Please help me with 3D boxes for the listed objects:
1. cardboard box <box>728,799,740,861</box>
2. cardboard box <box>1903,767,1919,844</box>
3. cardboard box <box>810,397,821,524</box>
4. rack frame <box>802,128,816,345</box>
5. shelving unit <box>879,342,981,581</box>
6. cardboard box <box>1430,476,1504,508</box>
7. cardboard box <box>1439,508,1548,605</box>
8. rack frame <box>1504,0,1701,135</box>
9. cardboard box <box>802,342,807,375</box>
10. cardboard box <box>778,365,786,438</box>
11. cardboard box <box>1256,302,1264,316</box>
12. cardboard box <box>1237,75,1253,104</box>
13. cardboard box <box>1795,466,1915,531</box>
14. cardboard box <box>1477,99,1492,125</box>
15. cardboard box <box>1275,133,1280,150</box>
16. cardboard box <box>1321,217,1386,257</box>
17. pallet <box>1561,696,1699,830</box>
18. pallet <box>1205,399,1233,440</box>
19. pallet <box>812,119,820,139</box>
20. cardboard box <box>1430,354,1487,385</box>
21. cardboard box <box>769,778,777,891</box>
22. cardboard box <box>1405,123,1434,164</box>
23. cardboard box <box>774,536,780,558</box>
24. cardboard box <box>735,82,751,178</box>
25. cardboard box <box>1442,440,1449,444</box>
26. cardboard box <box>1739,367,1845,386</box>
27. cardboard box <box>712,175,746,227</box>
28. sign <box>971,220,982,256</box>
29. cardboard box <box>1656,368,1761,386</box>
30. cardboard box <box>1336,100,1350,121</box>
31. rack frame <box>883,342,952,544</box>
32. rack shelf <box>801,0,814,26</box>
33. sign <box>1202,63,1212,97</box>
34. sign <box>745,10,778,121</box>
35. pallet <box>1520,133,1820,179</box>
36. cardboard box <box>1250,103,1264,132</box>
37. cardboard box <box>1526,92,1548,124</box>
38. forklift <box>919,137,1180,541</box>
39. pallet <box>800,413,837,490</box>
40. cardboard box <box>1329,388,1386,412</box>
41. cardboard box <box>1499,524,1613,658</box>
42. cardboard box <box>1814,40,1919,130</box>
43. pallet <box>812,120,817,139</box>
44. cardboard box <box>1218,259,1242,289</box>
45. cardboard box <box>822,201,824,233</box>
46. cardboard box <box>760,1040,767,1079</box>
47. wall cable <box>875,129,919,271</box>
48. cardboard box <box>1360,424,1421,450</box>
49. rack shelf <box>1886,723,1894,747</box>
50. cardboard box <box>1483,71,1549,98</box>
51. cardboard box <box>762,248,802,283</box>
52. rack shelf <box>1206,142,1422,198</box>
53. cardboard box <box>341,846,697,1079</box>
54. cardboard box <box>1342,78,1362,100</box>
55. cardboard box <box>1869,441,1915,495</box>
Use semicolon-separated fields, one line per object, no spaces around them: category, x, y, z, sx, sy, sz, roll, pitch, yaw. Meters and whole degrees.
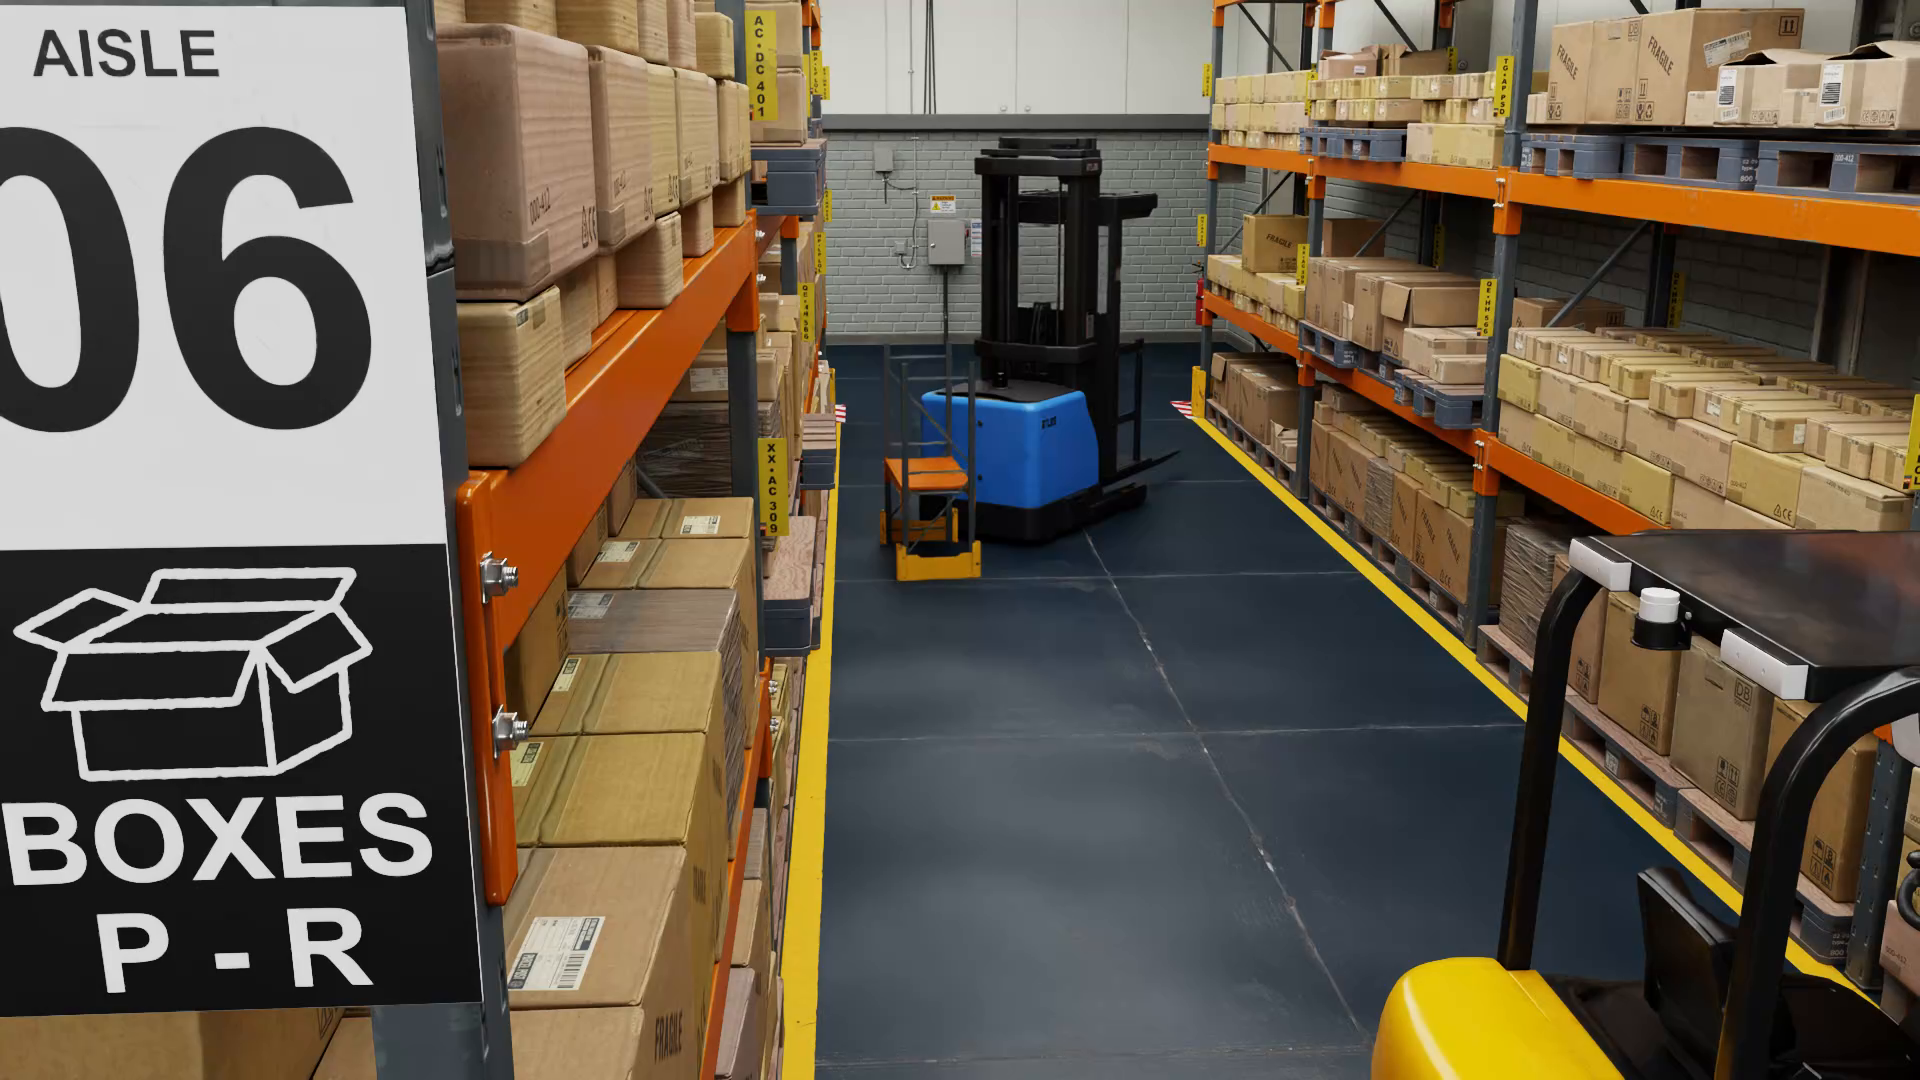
cardboard box;-0.763;0.708;4.260;0.380;0.149;0.250;-1;14;-4
cardboard box;3.517;0.950;5.483;0.500;0.250;0.500;-1;14;-4
cardboard box;-1.467;-0.528;11.981;0.875;0.875;0.875;0;14;-2
rack frame;-1.649;-1.731;13.235;1.000;3.000;0.127;-1;14;-3
shelving unit;-0.228;-0.585;11.790;0.587;1.500;1.083;-2;15;-9
cardboard box;3.221;-0.307;10.573;0.380;0.149;0.250;-2;15;-6
cardboard box;3.312;0.091;10.325;0.500;0.500;0.500;0;14;-2
rack frame;3.553;-3.719;8.923;1.000;3.000;0.127;-1;14;-3
cardboard box;-1.217;-1.164;10.330;0.500;0.250;0.500;-1;14;-2
cardboard box;-0.928;-0.383;6.355;0.500;0.500;0.500;-1;14;-3
cardboard box;2.955;-2.147;15.354;0.380;0.149;0.250;-1;14;-4
cardboard box;2.891;-4.204;15.527;0.500;0.250;0.500;-1;14;-4
cardboard box;3.515;-0.107;6.220;0.500;0.250;0.500;-1;14;-5
cardboard box;3.294;-2.536;9.846;0.380;0.149;0.250;-1;14;-5
cardboard box;2.970;-3.481;14.519;0.380;0.149;0.250;0;14;-2
cardboard box;3.478;-2.618;14.880;0.500;0.500;0.500;-1;14;-5
pallet;3.637;1.044;8.043;1.003;0.211;1.213;-1;14;-3
pallet;3.112;-1.236;16.907;1.003;0.211;1.213;-1;14;-3
pallet;-1.762;-3.647;14.841;1.003;0.211;1.213;-1;14;-3
cardboard box;3.129;-1.053;10.261;0.380;0.149;0.250;-1;14;-2
cardboard box;-1.189;1.197;6.285;0.950;0.372;0.625;-1;14;-3
cardboard box;3.215;-2.567;10.766;0.500;0.250;0.500;-1;14;-3
cardboard box;-0.879;-0.028;6.277;0.380;0.149;0.250;-1;14;-2
cardboard box;-0.857;-1.160;4.698;0.500;0.250;0.500;-1;14;-4
cardboard box;3.738;-0.707;12.128;0.380;0.149;0.250;-1;14;-3
cardboard box;3.889;-0.717;7.792;0.380;0.149;0.250;0;14;-2
cardboard box;-0.829;-0.999;4.873;0.380;0.149;0.250;-1;14;-3
sign;0.316;-4.137;22.777;0.329;0.494;0.001;-1;14;-3
cardboard box;3.481;-0.709;7.759;0.380;0.149;0.250;-1;14;-3
cardboard box;2.952;-3.121;12.076;0.380;0.149;0.250;-1;14;-3
rack frame;-0.308;-0.708;12.267;0.500;1.500;0.032;-2;15;-9
rack shelf;-1.525;-3.597;10.694;1.077;0.370;4.000;-1;14;-3
sign;2.515;-4.671;16.888;0.100;0.325;0.005;-1;14;-3
sign;-0.612;-1.455;5.104;0.100;0.325;0.005;-1;14;-3
pallet;3.684;-2.008;8.670;1.213;0.211;1.003;0;14;-1
cardboard box;2.938;-3.831;15.082;0.500;0.250;0.500;-1;14;-4
cardboard box;3.271;-2.314;8.906;0.380;0.166;0.250;-1;14;-4
forklift;0.883;-1.727;13.357;1.130;2.935;3.031;9;17;30
pallet;-1.251;-0.468;8.710;1.213;0.211;1.003;-1;14;-3
cardboard box;3.125;-1.103;13.067;0.380;0.149;0.250;-2;15;-6
cardboard box;3.578;0.288;9.310;0.875;0.625;0.625;0;14;-2
cardboard box;3.512;-1.657;6.062;0.500;0.311;0.500;-1;14;-5
pallet;-1.689;-3.345;13.664;1.003;0.211;1.213;-1;14;-3
cardboard box;2.848;-2.633;16.443;0.500;0.250;0.500;-1;14;-3
cardboard box;-1.568;-3.013;16.010;0.500;0.500;0.500;-1;14;-3
cardboard box;-0.806;1.662;4.723;0.500;0.250;0.500;-1;14;-5
wall cable;-0.855;-4.645;22.520;0.588;1.984;0.122;-1;14;-3
cardboard box;3.192;-0.760;12.334;0.380;0.149;0.250;-1;14;-4
rack shelf;3.924;1.027;3.960;1.077;0.370;4.000;-1;14;-3
cardboard box;3.236;-2.612;9.543;0.380;0.149;0.250;0;14;-2
cardboard box;-1.228;-1.519;10.202;0.500;0.500;0.500;-1;14;-3
rack shelf;3.181;-3.411;15.186;1.077;0.370;4.000;-1;14;-3
cardboard box;-0.694;0.810;2.562;0.500;0.500;0.500;0;14;-2
cardboard box;2.989;-3.262;12.029;0.380;0.149;0.250;-1;14;-4
cardboard box;3.558;-0.263;6.028;0.380;0.149;0.250;0;14;-2
